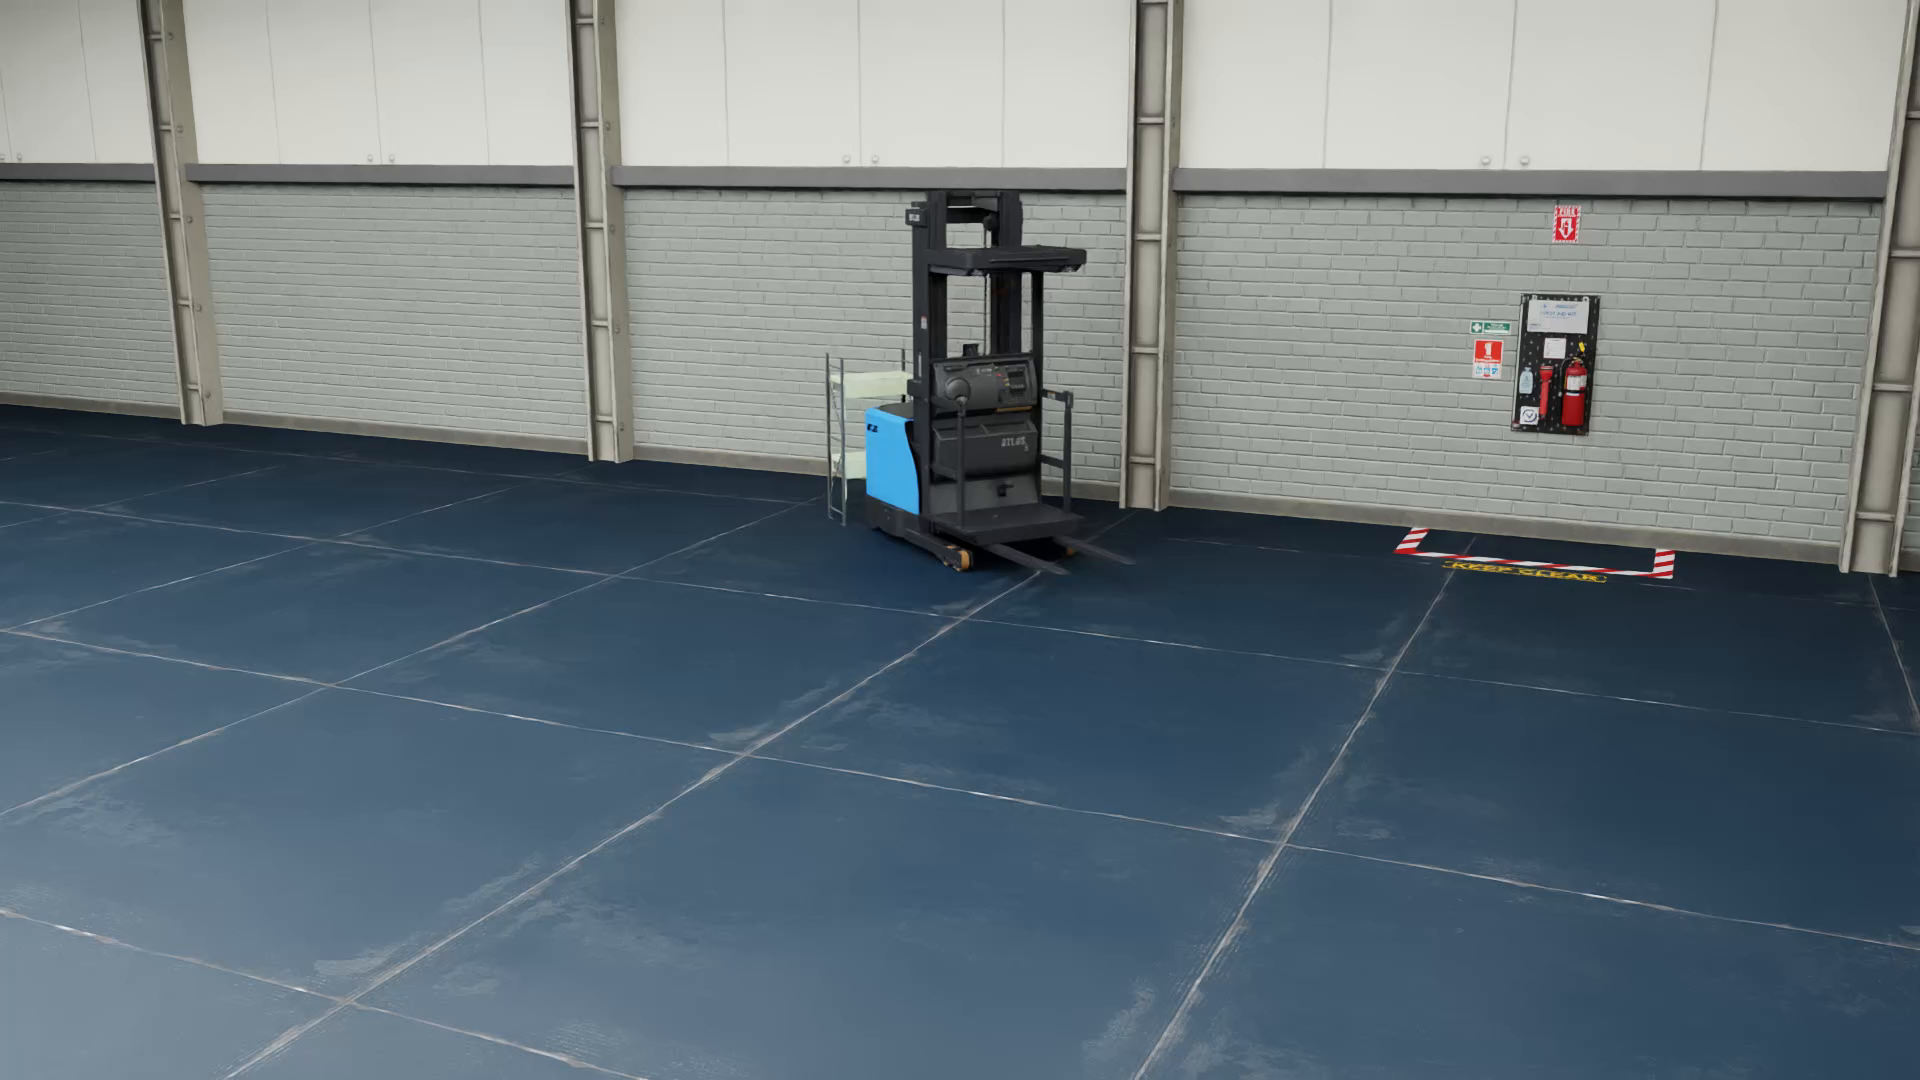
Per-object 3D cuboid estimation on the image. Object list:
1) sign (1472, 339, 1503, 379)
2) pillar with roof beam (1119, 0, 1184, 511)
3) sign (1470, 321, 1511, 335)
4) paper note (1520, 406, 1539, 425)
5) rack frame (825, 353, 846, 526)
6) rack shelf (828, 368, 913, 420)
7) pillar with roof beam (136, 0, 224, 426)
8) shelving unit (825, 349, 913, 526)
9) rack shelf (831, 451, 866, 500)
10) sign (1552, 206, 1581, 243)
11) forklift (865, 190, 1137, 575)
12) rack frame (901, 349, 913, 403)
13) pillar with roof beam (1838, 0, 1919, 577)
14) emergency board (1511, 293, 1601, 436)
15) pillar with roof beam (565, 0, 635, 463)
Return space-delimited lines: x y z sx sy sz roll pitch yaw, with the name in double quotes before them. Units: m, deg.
"sign" 4.506 -1.545 14.196 0.234 0.329 0.001 6 14 23
"pillar with roof beam" -0.016 -3.795 10.730 0.400 9.000 9.100 6 14 23
"sign" 4.506 -1.801 14.126 0.331 0.109 0.001 6 14 23
"paper note" 4.835 -1.057 14.122 0.142 0.148 0.016 6 14 23
"rack frame" -1.104 -0.895 14.785 0.023 1.500 0.400 -6 14 -24
"rack shelf" -0.772 -1.310 14.846 0.720 0.370 0.431 -6 14 -24
"pillar with roof beam" -10.988 -4.906 15.462 0.400 9.000 9.100 6 14 23
"shelving unit" -0.772 -0.930 14.935 0.755 1.500 0.431 -6 14 -24
"rack shelf" -0.772 -0.613 15.009 0.720 0.370 0.431 -6 14 -24
"sign" 5.002 -2.605 13.717 0.199 0.298 0.001 6 14 23
"forklift" 0.312 -1.297 13.368 1.130 2.935 3.031 -7 15 -28
"rack frame" -0.440 -0.965 15.084 0.023 1.500 0.400 -6 14 -24
"pillar with roof beam" 5.470 -3.240 8.364 0.400 9.000 9.100 6 14 23
"emergency board" 4.969 -1.455 13.890 0.643 1.169 0.194 6 14 23
"pillar with roof beam" -5.502 -4.350 13.096 0.400 9.000 9.100 6 14 23
